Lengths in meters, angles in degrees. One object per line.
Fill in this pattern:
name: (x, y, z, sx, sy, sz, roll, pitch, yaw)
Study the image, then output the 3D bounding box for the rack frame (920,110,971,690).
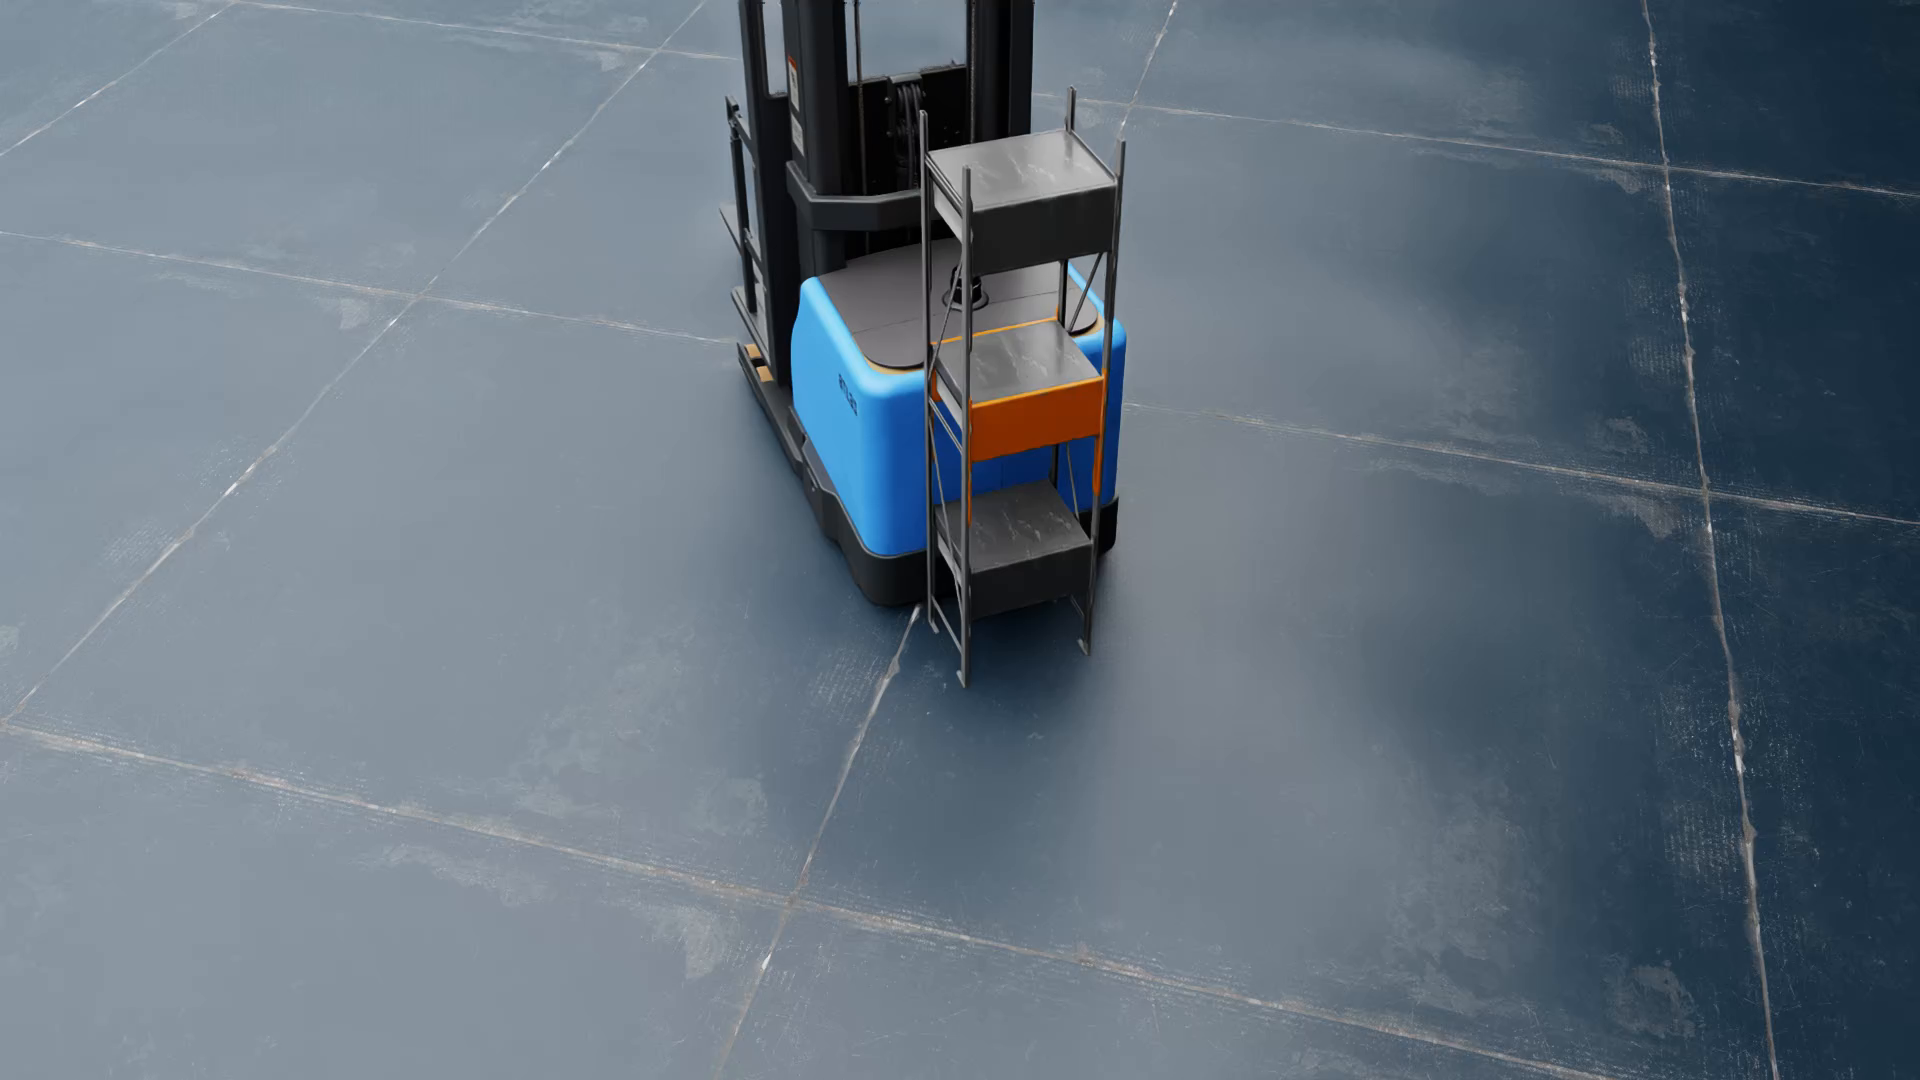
rack frame: (-0.046, -0.377, 5.566, 0.015, 2.100, 0.400, -14, 42, -16)

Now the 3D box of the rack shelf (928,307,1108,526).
rack shelf: (0.183, -0.422, 5.641, 0.480, 0.518, 0.431, -14, 42, -16)

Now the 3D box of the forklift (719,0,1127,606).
forklift: (-0.371, -1.826, 6.646, 1.130, 2.935, 3.031, -14, 42, -16)

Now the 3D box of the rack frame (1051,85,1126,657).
rack frame: (0.411, -0.487, 5.697, 0.015, 2.100, 0.400, -14, 42, -16)

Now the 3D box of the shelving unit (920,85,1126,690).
shelving unit: (0.183, -0.432, 5.632, 0.503, 2.100, 0.431, -14, 42, -16)

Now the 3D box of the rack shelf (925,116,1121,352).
rack shelf: (0.183, -0.958, 5.190, 0.480, 0.518, 0.431, -14, 42, -16)

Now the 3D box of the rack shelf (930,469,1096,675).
rack shelf: (0.183, 0.114, 6.091, 0.480, 0.518, 0.431, -14, 42, -16)
